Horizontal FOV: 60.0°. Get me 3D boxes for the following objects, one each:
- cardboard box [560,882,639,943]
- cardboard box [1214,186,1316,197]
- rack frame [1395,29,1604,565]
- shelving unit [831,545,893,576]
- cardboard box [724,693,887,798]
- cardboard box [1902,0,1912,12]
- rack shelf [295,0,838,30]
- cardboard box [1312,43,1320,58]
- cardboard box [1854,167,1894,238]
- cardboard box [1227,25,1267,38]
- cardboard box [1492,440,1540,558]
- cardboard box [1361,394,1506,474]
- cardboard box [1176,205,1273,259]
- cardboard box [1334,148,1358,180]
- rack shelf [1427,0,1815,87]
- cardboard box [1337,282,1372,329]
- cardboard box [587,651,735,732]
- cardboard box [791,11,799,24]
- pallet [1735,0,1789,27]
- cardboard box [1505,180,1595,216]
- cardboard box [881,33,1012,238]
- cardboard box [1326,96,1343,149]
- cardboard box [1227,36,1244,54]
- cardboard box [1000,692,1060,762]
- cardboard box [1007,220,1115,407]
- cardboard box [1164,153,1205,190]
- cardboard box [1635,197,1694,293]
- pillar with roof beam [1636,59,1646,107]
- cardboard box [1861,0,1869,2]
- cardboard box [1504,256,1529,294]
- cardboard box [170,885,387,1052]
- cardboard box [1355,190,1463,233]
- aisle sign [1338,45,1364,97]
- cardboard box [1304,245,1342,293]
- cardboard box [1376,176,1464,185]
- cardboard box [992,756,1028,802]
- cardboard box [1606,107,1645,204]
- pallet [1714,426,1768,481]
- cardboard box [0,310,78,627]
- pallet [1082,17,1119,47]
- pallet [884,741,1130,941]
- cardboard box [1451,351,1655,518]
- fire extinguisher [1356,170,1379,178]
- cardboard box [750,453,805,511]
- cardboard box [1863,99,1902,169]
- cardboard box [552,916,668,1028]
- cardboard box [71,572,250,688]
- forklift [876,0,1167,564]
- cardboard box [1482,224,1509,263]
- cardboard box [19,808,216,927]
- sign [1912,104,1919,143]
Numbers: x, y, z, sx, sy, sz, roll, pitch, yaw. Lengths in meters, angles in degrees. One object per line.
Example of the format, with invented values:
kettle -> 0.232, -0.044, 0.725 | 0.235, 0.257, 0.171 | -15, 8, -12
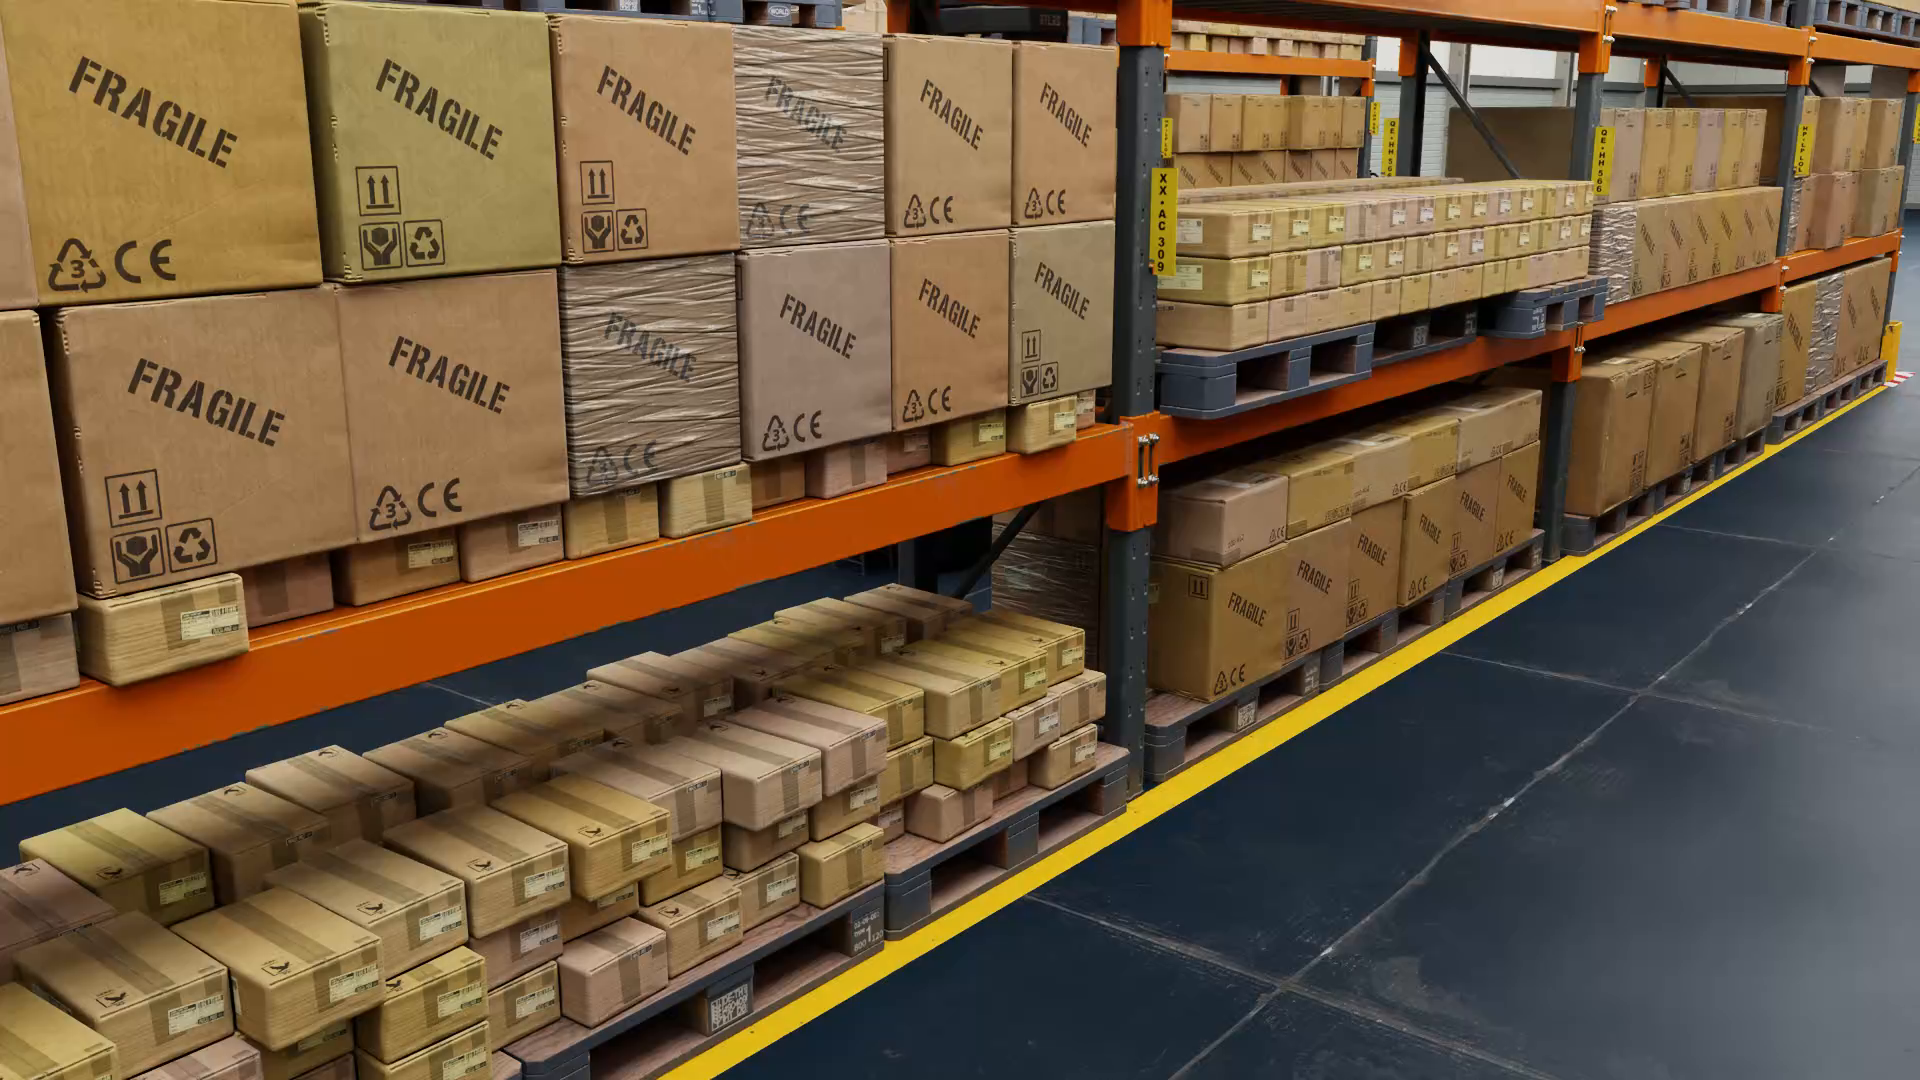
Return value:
cardboard box -> -1.007, 0.831, 4.092 | 0.380, 0.149, 0.250 | 12, 19, 40
cardboard box -> 1.289, -1.426, 7.094 | 0.380, 0.149, 0.250 | 11, 18, 37
rack frame -> 2.714, -1.414, 8.596 | 1.000, 3.000, 0.127 | 11, 18, 38
shelving unit -> -0.518, -0.294, 8.434 | 0.258, 0.900, 0.210 | 12, 22, 40
cardboard box -> -0.424, 0.558, 4.563 | 0.380, 0.149, 0.250 | 10, 17, 35
cardboard box -> 7.318, -4.268, 13.194 | 0.380, 0.149, 0.250 | 11, 18, 38
rack shelf -> -2.456, -2.883, 9.747 | 1.077, 0.370, 4.000 | 11, 18, 38
cardboard box -> 3.287, -4.776, 16.251 | 0.380, 0.149, 0.250 | 11, 18, 38
cardboard box -> 7.216, -2.832, 13.873 | 0.875, 0.550, 0.550 | 11, 18, 38
cardboard box -> 2.446, -4.688, 15.092 | 0.500, 0.250, 0.500 | 11, 18, 38
cardboard box -> 2.504, -0.239, 8.197 | 0.500, 0.500, 0.500 | 11, 18, 37
cardboard box -> 2.179, -0.499, 7.697 | 0.500, 0.250, 0.500 | 12, 18, 38
cardboard box -> 0.806, -1.022, 5.503 | 0.380, 0.149, 0.250 | 12, 19, 40
cardboard box -> 3.702, -3.739, 16.940 | 0.500, 0.500, 0.500 | 11, 18, 37
rack shelf -> 3.971, -2.902, 9.823 | 1.077, 0.370, 4.000 | 11, 18, 38
cardboard box -> 1.294, -0.883, 6.164 | 0.380, 0.149, 0.250 | 11, 18, 38
cardboard box -> -0.887, 0.465, 4.928 | 0.380, 0.149, 0.250 | 12, 18, 39
cardboard box -> -1.165, -3.585, 11.562 | 0.380, 0.149, 0.250 | 11, 18, 38
pallet -> 4.690, -3.358, 10.545 | 0.805, 0.209, 1.217 | 10, 18, 35
cardboard box -> 2.763, -1.619, 7.853 | 0.380, 0.149, 0.250 | 10, 18, 35
cardboard box -> -0.206, -1.093, 4.496 | 0.500, 0.500, 0.500 | 11, 18, 36
cardboard box -> 3.353, -4.142, 16.499 | 0.700, 0.500, 0.500 | 11, 18, 38
cardboard box -> 2.344, -4.478, 15.075 | 0.380, 0.149, 0.250 | 11, 18, 36
cardboard box -> 0.089, 0.550, 5.201 | 0.380, 0.149, 0.250 | 10, 17, 35
cardboard box -> 0.116, -0.704, 4.995 | 0.500, 0.500, 0.500 | 11, 18, 38
cardboard box -> 1.808, -3.160, 14.664 | 0.500, 0.500, 0.500 | 11, 18, 37
cardboard box -> 3.841, -1.701, 9.523 | 0.500, 0.500, 0.500 | 11, 18, 37
pillar with roof beam -> 21.031, -12.453, 39.866 | 9.100, 9.000, 0.400 | 11, 18, 38
cardboard box -> 6.359, -3.976, 12.045 | 0.380, 0.149, 0.250 | 11, 18, 37
cardboard box -> 2.283, -1.186, 7.357 | 0.380, 0.149, 0.250 | 11, 18, 37
cardboard box -> -1.383, 0.861, 3.372 | 0.380, 0.149, 0.250 | 11, 18, 37
cardboard box -> 1.784, -1.322, 6.684 | 0.380, 0.149, 0.250 | 12, 19, 39
aisle sign -> 4.093, -4.919, 17.116 | 0.394, 0.787, 0.004 | 11, 18, 38
cardboard box -> 1.129, -0.977, 5.931 | 0.380, 0.149, 0.250 | 12, 18, 39
cardboard box -> 2.270, -1.725, 8.268 | 0.380, 0.149, 0.250 | 11, 18, 38
cardboard box -> -0.010, 0.695, 5.232 | 0.380, 0.149, 0.250 | 12, 18, 39
cardboard box -> 3.321, -2.128, 9.175 | 0.700, 0.500, 0.500 | 11, 18, 37
pallet -> 4.802, -0.669, 11.327 | 1.003, 0.211, 1.213 | 11, 18, 38
cardboard box -> -1.817, -0.118, 2.686 | 0.500, 0.500, 0.500 | 12, 19, 40
pallet -> 0.844, -4.188, 13.804 | 1.213, 0.211, 1.003 | 11, 18, 38
pallet -> -0.194, 0.838, 5.396 | 1.003, 0.211, 1.213 | 11, 18, 38
cardboard box -> 3.167, -0.630, 9.226 | 1.050, 0.750, 0.750 | 11, 18, 37
fire extinguisher -> 4.259, -3.606, 17.381 | 0.296, 0.674, 0.183 | 11, 18, 38
cardboard box -> -0.619, -0.184, 4.266 | 0.380, 0.149, 0.250 | 11, 18, 37
cardboard box -> 7.205, -3.357, 13.749 | 0.875, 0.550, 0.550 | 11, 18, 38
cardboard box -> -0.928, 1.004, 4.014 | 0.380, 0.149, 0.250 | 10, 17, 35
cardboard box -> -1.517, 0.130, 3.028 | 0.380, 0.149, 0.250 | 11, 18, 36
forklift -> 0.457, -1.602, 9.478 | 1.130, 2.935, 3.031 | 11, 18, 38
cardboard box -> 2.112, -1.277, 7.112 | 0.380, 0.149, 0.250 | 11, 18, 37
cardboard box -> -1.912, 0.759, 3.772 | 0.380, 0.149, 0.250 | 11, 18, 36
sign -> 8.156, -3.535, 14.114 | 0.100, 0.325, 0.005 | 11, 18, 38
